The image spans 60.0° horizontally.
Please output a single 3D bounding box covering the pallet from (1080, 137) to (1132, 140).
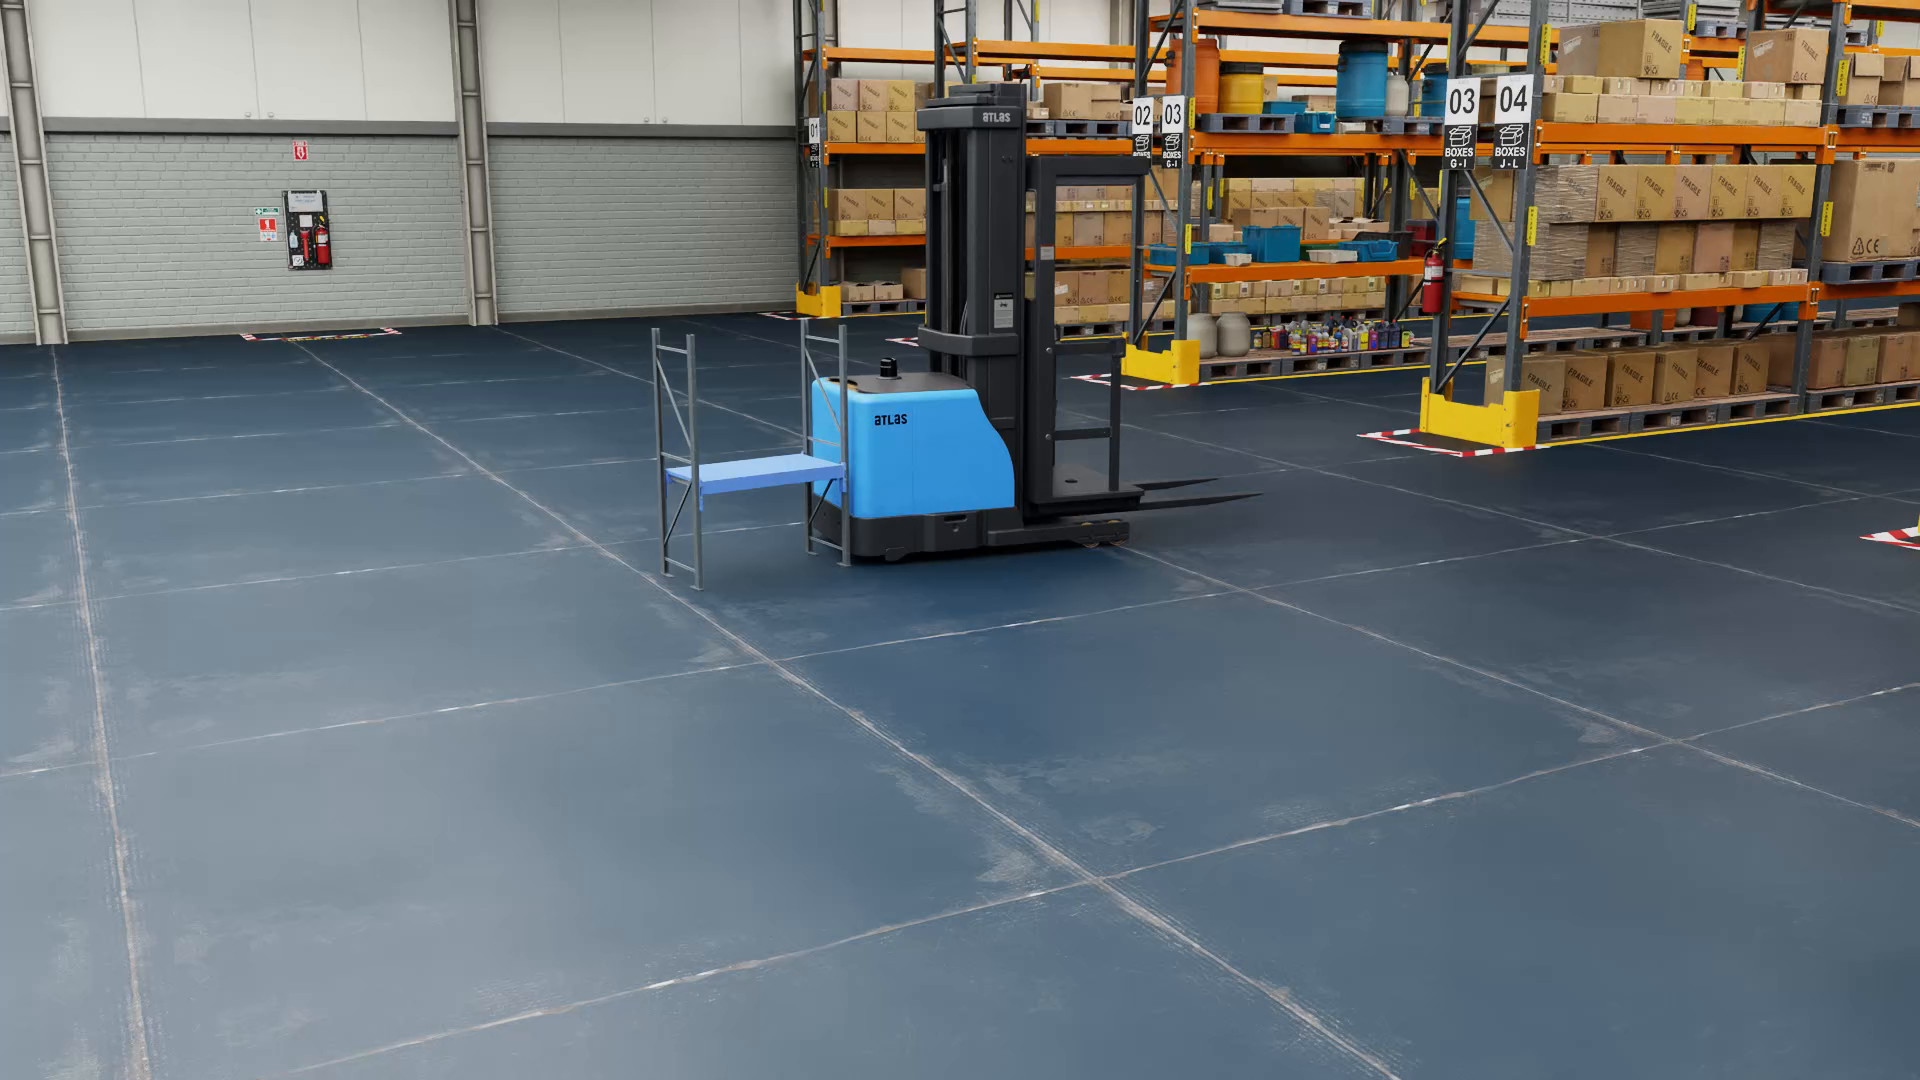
[{"bbox_3d":[2.565,-7.203,29.878,1.003,0.211,1.213,-7,14,-28],"label":"pallet"}]

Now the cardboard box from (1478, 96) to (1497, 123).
[{"bbox_3d":[4.973,-3.882,15.037,0.500,0.250,0.500,-6,14,-27],"label":"cardboard box"}]

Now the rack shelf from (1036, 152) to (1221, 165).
[{"bbox_3d":[2.818,-7.000,30.186,4.000,0.370,1.077,-7,14,-28],"label":"rack shelf"}]

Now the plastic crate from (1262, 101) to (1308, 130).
[{"bbox_3d":[3.828,-5.061,19.970,0.575,0.384,0.392,-7,14,-28],"label":"plastic crate"}]

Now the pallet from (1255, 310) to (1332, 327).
[{"bbox_3d":[5.140,-3.576,26.520,1.213,0.211,1.003,-7,14,-28],"label":"pallet"}]

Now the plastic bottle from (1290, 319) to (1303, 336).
[{"bbox_3d":[4.200,-2.601,20.865,0.185,0.351,0.144,-6,14,-26],"label":"plastic bottle"}]

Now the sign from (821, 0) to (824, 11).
[{"bbox_3d":[-2.188,-8.573,26.398,0.005,0.325,0.100,-7,14,-28],"label":"sign"}]

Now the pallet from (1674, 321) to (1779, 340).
[{"bbox_3d":[11.062,-3.046,24.165,1.213,0.211,1.003,-7,14,-28],"label":"pallet"}]

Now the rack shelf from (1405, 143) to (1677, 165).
[{"bbox_3d":[7.565,-5.090,21.703,4.000,0.370,1.077,-7,14,-28],"label":"rack shelf"}]

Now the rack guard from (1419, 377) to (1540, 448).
[{"bbox_3d":[4.739,-1.181,15.217,0.348,0.500,1.175,-7,14,-28],"label":"rack guard"}]

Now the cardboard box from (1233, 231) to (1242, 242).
[{"bbox_3d":[4.315,-4.654,25.528,0.250,0.149,0.380,-7,14,-28],"label":"cardboard box"}]

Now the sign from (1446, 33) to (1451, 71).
[{"bbox_3d":[4.424,-4.397,14.965,0.005,0.325,0.100,-7,14,-28],"label":"sign"}]

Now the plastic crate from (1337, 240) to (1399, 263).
[{"bbox_3d":[4.968,-3.526,20.285,0.616,0.251,0.499,-7,14,-28],"label":"plastic crate"}]

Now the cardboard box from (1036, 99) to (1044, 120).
[{"bbox_3d":[1.301,-6.225,24.035,0.500,0.311,0.500,-5,14,-21],"label":"cardboard box"}]

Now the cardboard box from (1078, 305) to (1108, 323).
[{"bbox_3d":[1.823,-3.336,24.408,0.500,0.250,0.500,-7,14,-28],"label":"cardboard box"}]

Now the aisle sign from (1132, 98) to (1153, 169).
[{"bbox_3d":[2.093,-4.665,19.084,0.004,0.787,0.394,-7,14,-28],"label":"aisle sign"}]

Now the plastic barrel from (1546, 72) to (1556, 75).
[{"bbox_3d":[7.922,-5.748,22.008,0.708,0.830,0.600,-7,14,-28],"label":"plastic barrel"}]

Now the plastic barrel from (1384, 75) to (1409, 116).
[{"bbox_3d":[5.338,-5.483,20.598,0.421,0.512,0.421,0,13,0],"label":"plastic barrel"}]

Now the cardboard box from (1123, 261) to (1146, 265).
[{"bbox_3d":[3.036,-4.917,30.819,0.500,0.500,0.700,-7,14,-28],"label":"cardboard box"}]

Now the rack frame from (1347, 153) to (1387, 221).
[{"bbox_3d":[8.085,-6.518,33.242,0.127,3.000,1.000,-7,14,-28],"label":"rack frame"}]

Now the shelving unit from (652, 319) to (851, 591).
[{"bbox_3d":[-1.254,-0.543,10.104,1.048,1.500,0.538,-9,15,-35],"label":"shelving unit"}]

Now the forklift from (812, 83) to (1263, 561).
[{"bbox_3d":[0.578,-1.481,11.014,3.031,2.935,1.130,-5,14,-21],"label":"forklift"}]

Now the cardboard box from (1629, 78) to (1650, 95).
[{"bbox_3d":[5.949,-4.060,14.920,0.250,0.149,0.380,-7,14,-28],"label":"cardboard box"}]

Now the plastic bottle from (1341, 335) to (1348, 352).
[{"bbox_3d":[4.696,-2.406,20.338,0.097,0.201,0.097,0,13,0],"label":"plastic bottle"}]

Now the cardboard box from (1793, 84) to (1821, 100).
[{"bbox_3d":[8.036,-4.308,16.021,0.250,0.149,0.380,-6,14,-26],"label":"cardboard box"}]

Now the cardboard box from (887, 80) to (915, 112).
[{"bbox_3d":[-1.085,-7.359,27.592,0.500,0.500,0.500,-6,14,-26],"label":"cardboard box"}]

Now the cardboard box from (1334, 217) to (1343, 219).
[{"bbox_3d":[7.261,-6.227,32.472,0.250,0.149,0.380,-7,14,-28],"label":"cardboard box"}]

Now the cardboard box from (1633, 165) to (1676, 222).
[{"bbox_3d":[6.166,-3.183,15.240,0.500,0.500,0.500,-7,14,-28],"label":"cardboard box"}]

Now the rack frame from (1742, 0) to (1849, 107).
[{"bbox_3d":[8.183,-5.740,16.118,0.127,3.000,1.000,-7,14,-28],"label":"rack frame"}]

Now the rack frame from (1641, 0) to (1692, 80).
[{"bbox_3d":[9.321,-7.115,22.230,0.127,3.000,1.000,-7,14,-28],"label":"rack frame"}]

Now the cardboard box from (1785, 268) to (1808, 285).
[{"bbox_3d":[8.135,-2.611,16.452,0.250,0.149,0.380,-7,14,-28],"label":"cardboard box"}]

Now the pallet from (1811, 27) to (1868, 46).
[{"bbox_3d":[12.120,-7.156,23.751,1.213,0.211,1.003,-7,14,-28],"label":"pallet"}]

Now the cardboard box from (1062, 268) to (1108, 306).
[{"bbox_3d":[1.824,-3.702,24.324,0.500,0.500,0.500,-7,14,-28],"label":"cardboard box"}]

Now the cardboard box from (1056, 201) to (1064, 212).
[{"bbox_3d":[1.282,-4.776,23.793,0.250,0.149,0.380,-7,15,-30],"label":"cardboard box"}]

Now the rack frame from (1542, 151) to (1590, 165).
[{"bbox_3d":[10.462,-5.564,29.001,0.127,3.000,1.000,-7,14,-28],"label":"rack frame"}]

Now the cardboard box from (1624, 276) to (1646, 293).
[{"bbox_3d":[6.130,-2.387,15.454,0.250,0.149,0.380,-7,14,-28],"label":"cardboard box"}]

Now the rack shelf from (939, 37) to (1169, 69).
[{"bbox_3d":[1.684,-6.893,23.791,4.000,0.370,1.077,-7,14,-28],"label":"rack shelf"}]

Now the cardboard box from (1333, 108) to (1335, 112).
[{"bbox_3d":[7.260,-8.174,32.536,0.500,0.500,0.700,-8,15,-31],"label":"cardboard box"}]

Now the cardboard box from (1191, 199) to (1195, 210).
[{"bbox_3d":[3.304,-5.018,24.869,0.250,0.149,0.380,-7,14,-28],"label":"cardboard box"}]

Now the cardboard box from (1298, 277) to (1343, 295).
[{"bbox_3d":[5.711,-4.069,26.388,0.500,0.311,0.500,-7,14,-28],"label":"cardboard box"}]

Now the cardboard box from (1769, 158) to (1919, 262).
[{"bbox_3d":[8.947,-3.367,16.917,1.000,1.000,1.000,-7,14,-27],"label":"cardboard box"}]

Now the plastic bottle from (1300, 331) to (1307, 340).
[{"bbox_3d":[4.297,-2.509,20.798,0.097,0.201,0.097,0,13,0],"label":"plastic bottle"}]

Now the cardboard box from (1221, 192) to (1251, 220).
[{"bbox_3d":[5.123,-6.303,31.334,0.500,0.500,0.500,-6,14,-26],"label":"cardboard box"}]

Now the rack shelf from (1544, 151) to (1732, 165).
[{"bbox_3d":[12.217,-6.887,29.686,4.000,0.370,1.077,-7,14,-28],"label":"rack shelf"}]

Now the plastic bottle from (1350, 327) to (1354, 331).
[{"bbox_3d":[4.859,-2.497,20.556,0.133,0.283,0.061,-7,14,-28],"label":"plastic bottle"}]

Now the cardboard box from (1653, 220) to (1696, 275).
[{"bbox_3d":[6.453,-2.809,15.854,0.500,0.500,0.875,-7,14,-28],"label":"cardboard box"}]

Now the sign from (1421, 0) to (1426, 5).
[{"bbox_3d":[7.220,-8.497,25.879,0.005,0.325,0.100,-7,14,-28],"label":"sign"}]

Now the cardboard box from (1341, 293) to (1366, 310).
[{"bbox_3d":[6.155,-3.850,26.689,0.500,0.250,0.500,-7,14,-29],"label":"cardboard box"}]

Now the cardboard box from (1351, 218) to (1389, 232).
[{"bbox_3d":[6.610,-5.070,27.009,0.500,0.311,0.500,-6,14,-24],"label":"cardboard box"}]
